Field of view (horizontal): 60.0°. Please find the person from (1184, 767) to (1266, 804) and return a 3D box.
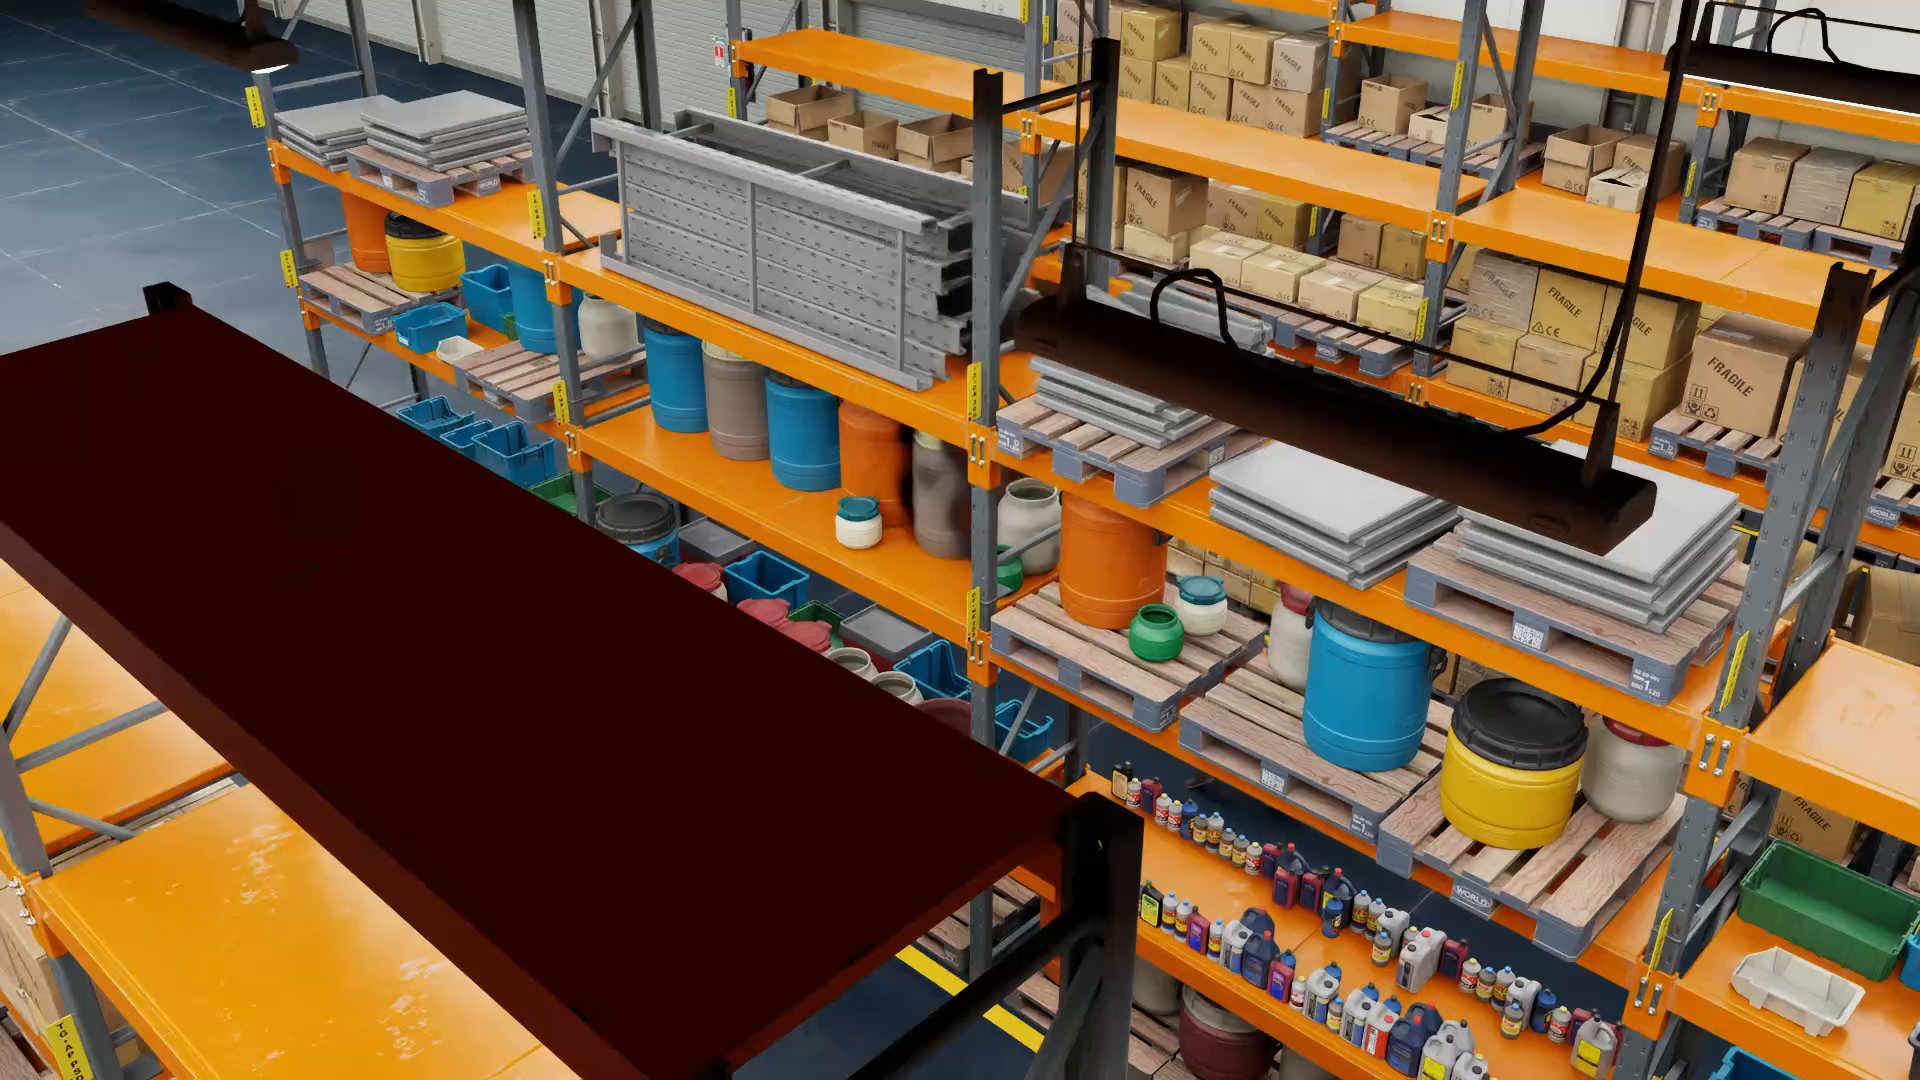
[{"bbox_3d":[2.094,1.367,12.342,0.524,1.506,0.843,-24,38,-36],"label":"person"}]
